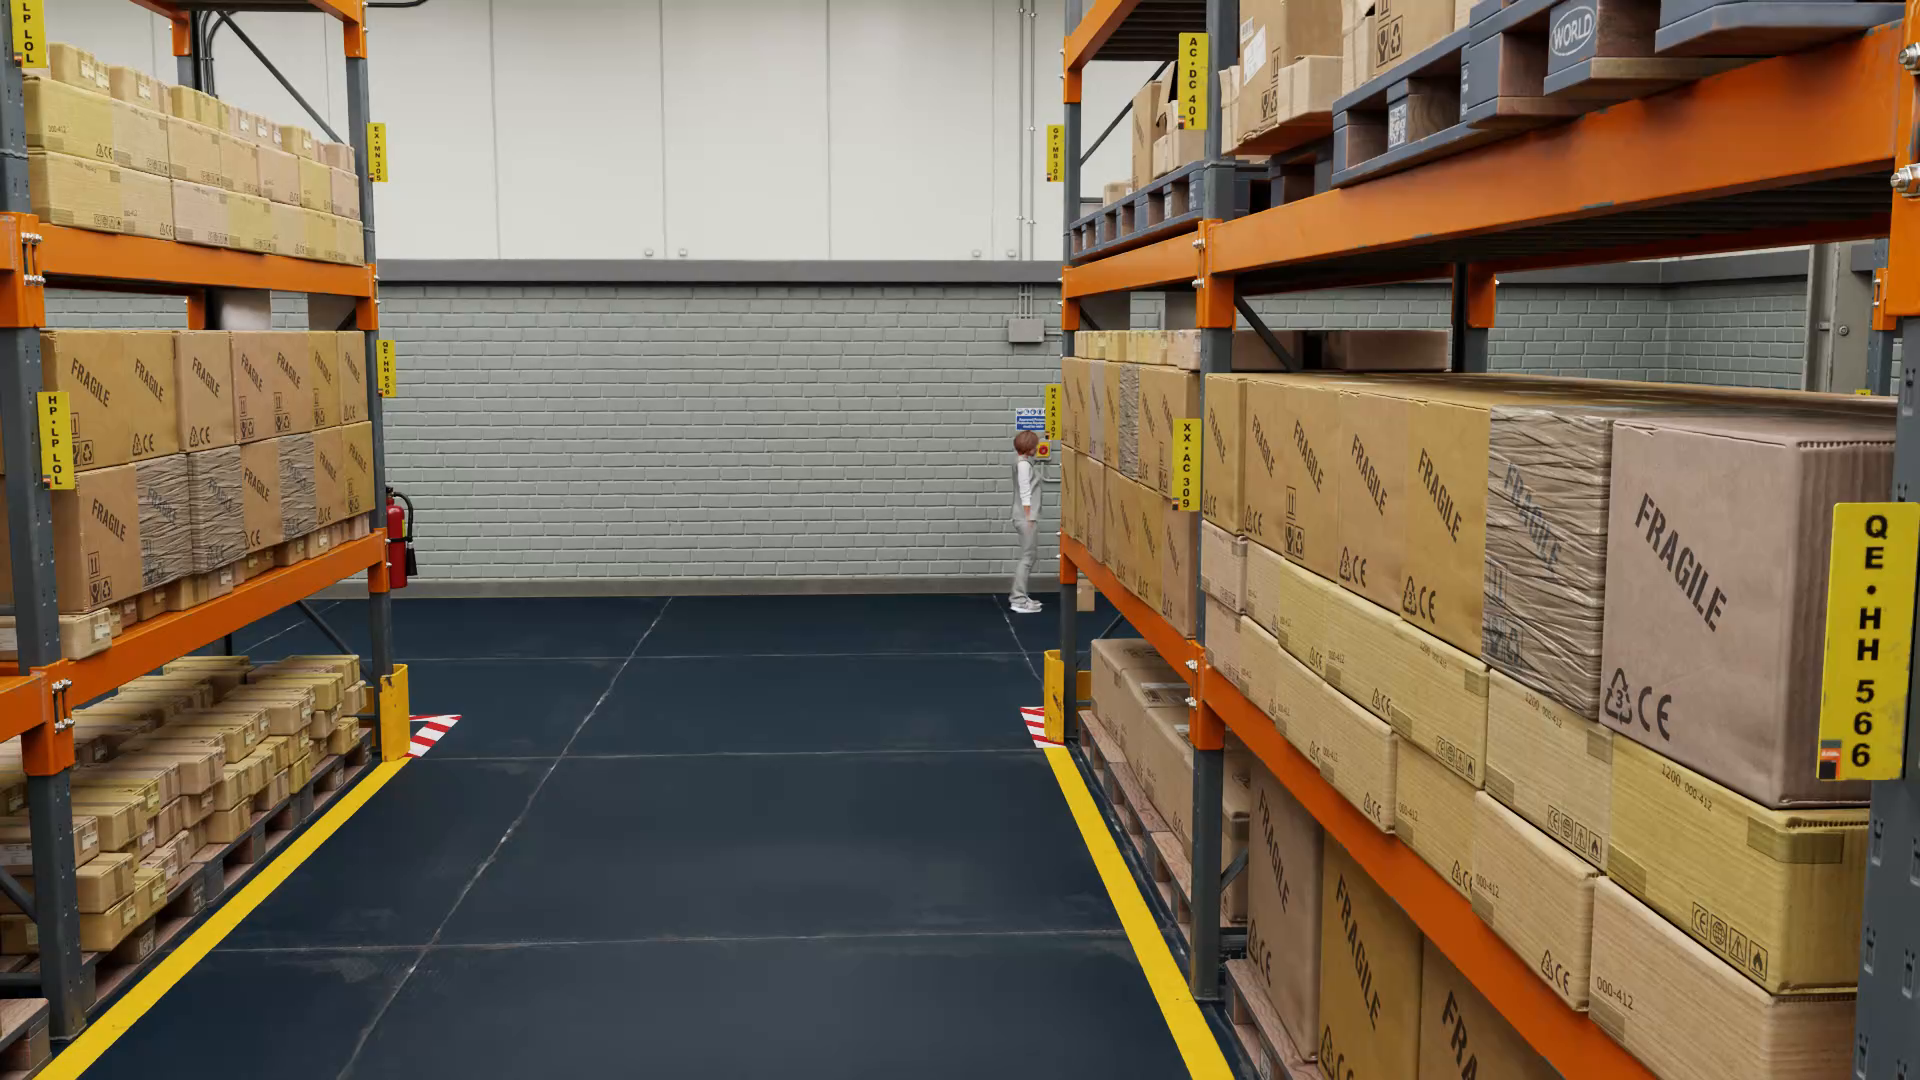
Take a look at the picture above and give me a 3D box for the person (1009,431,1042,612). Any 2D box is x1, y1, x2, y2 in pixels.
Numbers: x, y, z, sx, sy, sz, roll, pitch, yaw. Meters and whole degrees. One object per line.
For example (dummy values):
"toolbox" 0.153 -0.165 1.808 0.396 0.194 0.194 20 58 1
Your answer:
"person" 0.581 -0.168 14.717 0.303 1.595 0.407 0 7 -3
